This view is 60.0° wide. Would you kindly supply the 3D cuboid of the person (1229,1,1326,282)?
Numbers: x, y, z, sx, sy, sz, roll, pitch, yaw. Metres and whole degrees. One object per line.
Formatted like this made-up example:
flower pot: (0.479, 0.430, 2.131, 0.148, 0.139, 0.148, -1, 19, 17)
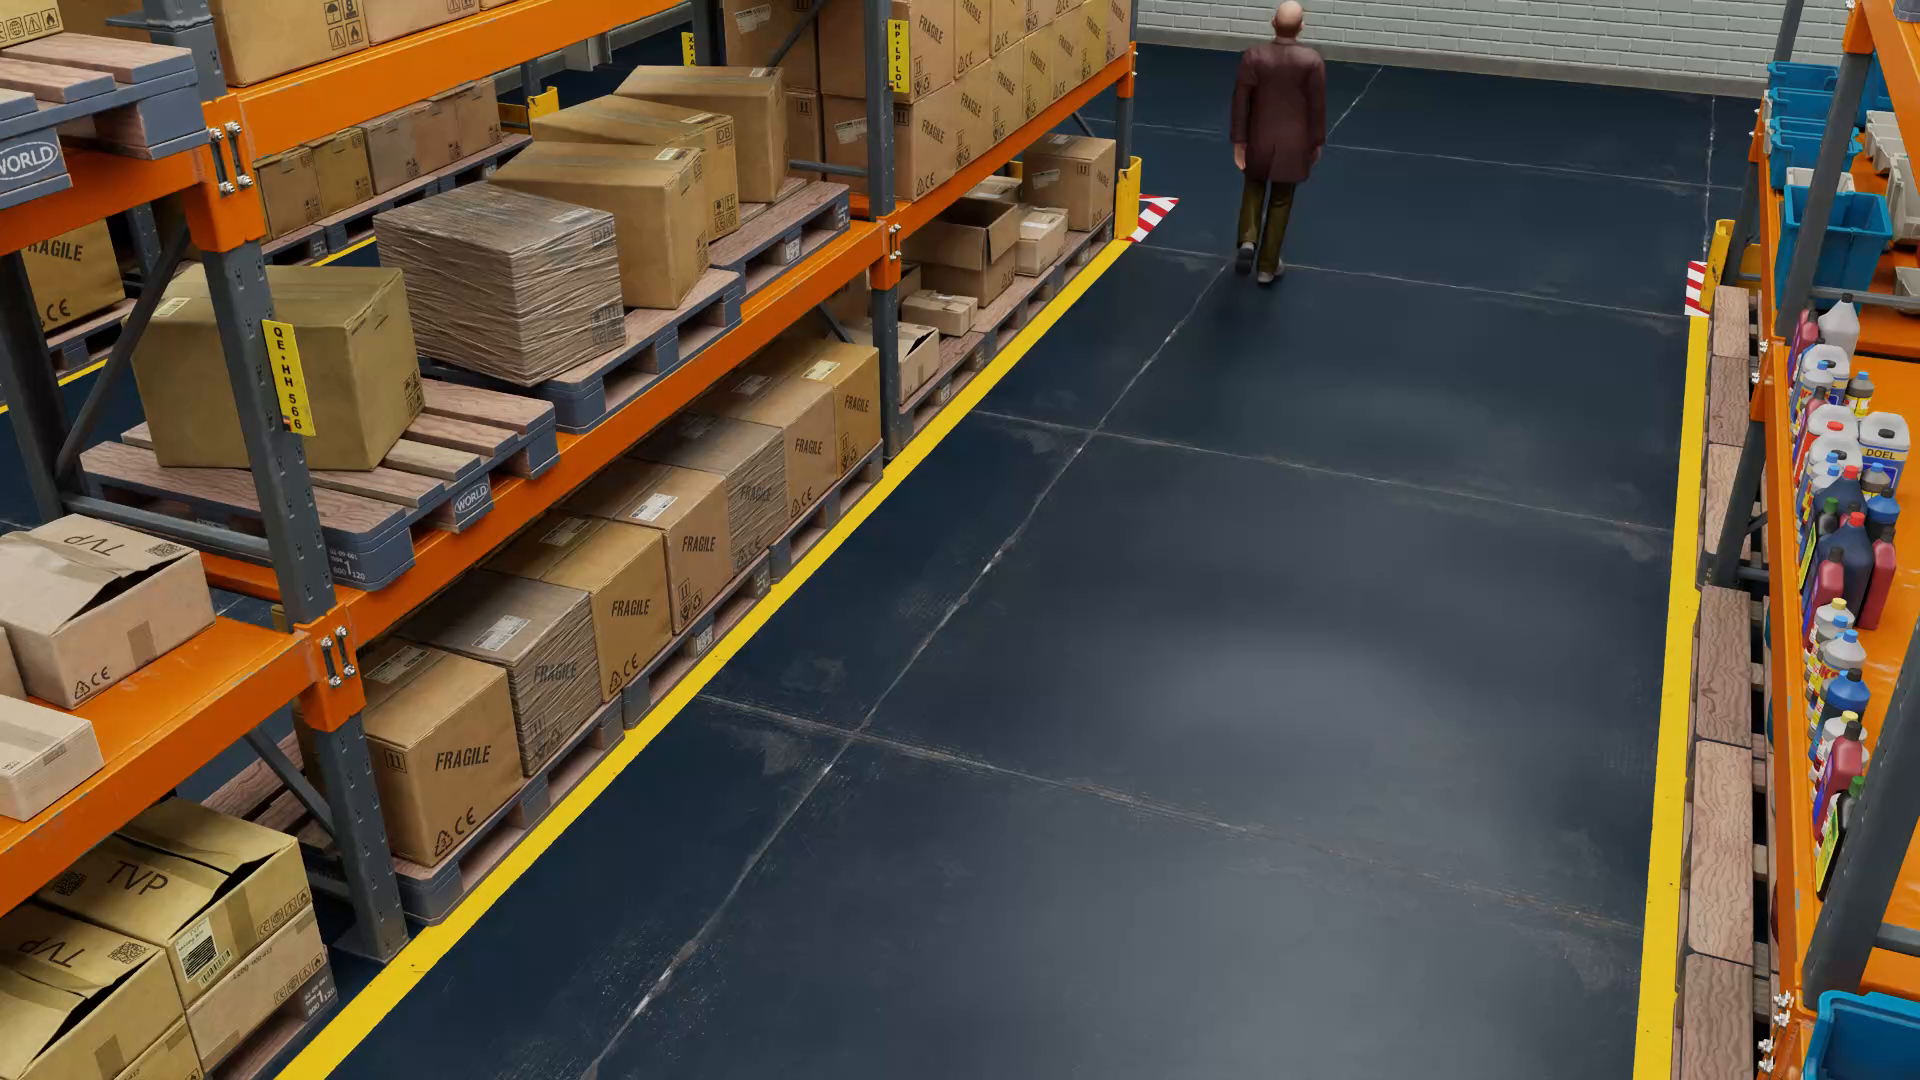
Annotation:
person: (2.037, -2.530, 10.656, 0.588, 1.795, 0.491, 11, 31, 18)
